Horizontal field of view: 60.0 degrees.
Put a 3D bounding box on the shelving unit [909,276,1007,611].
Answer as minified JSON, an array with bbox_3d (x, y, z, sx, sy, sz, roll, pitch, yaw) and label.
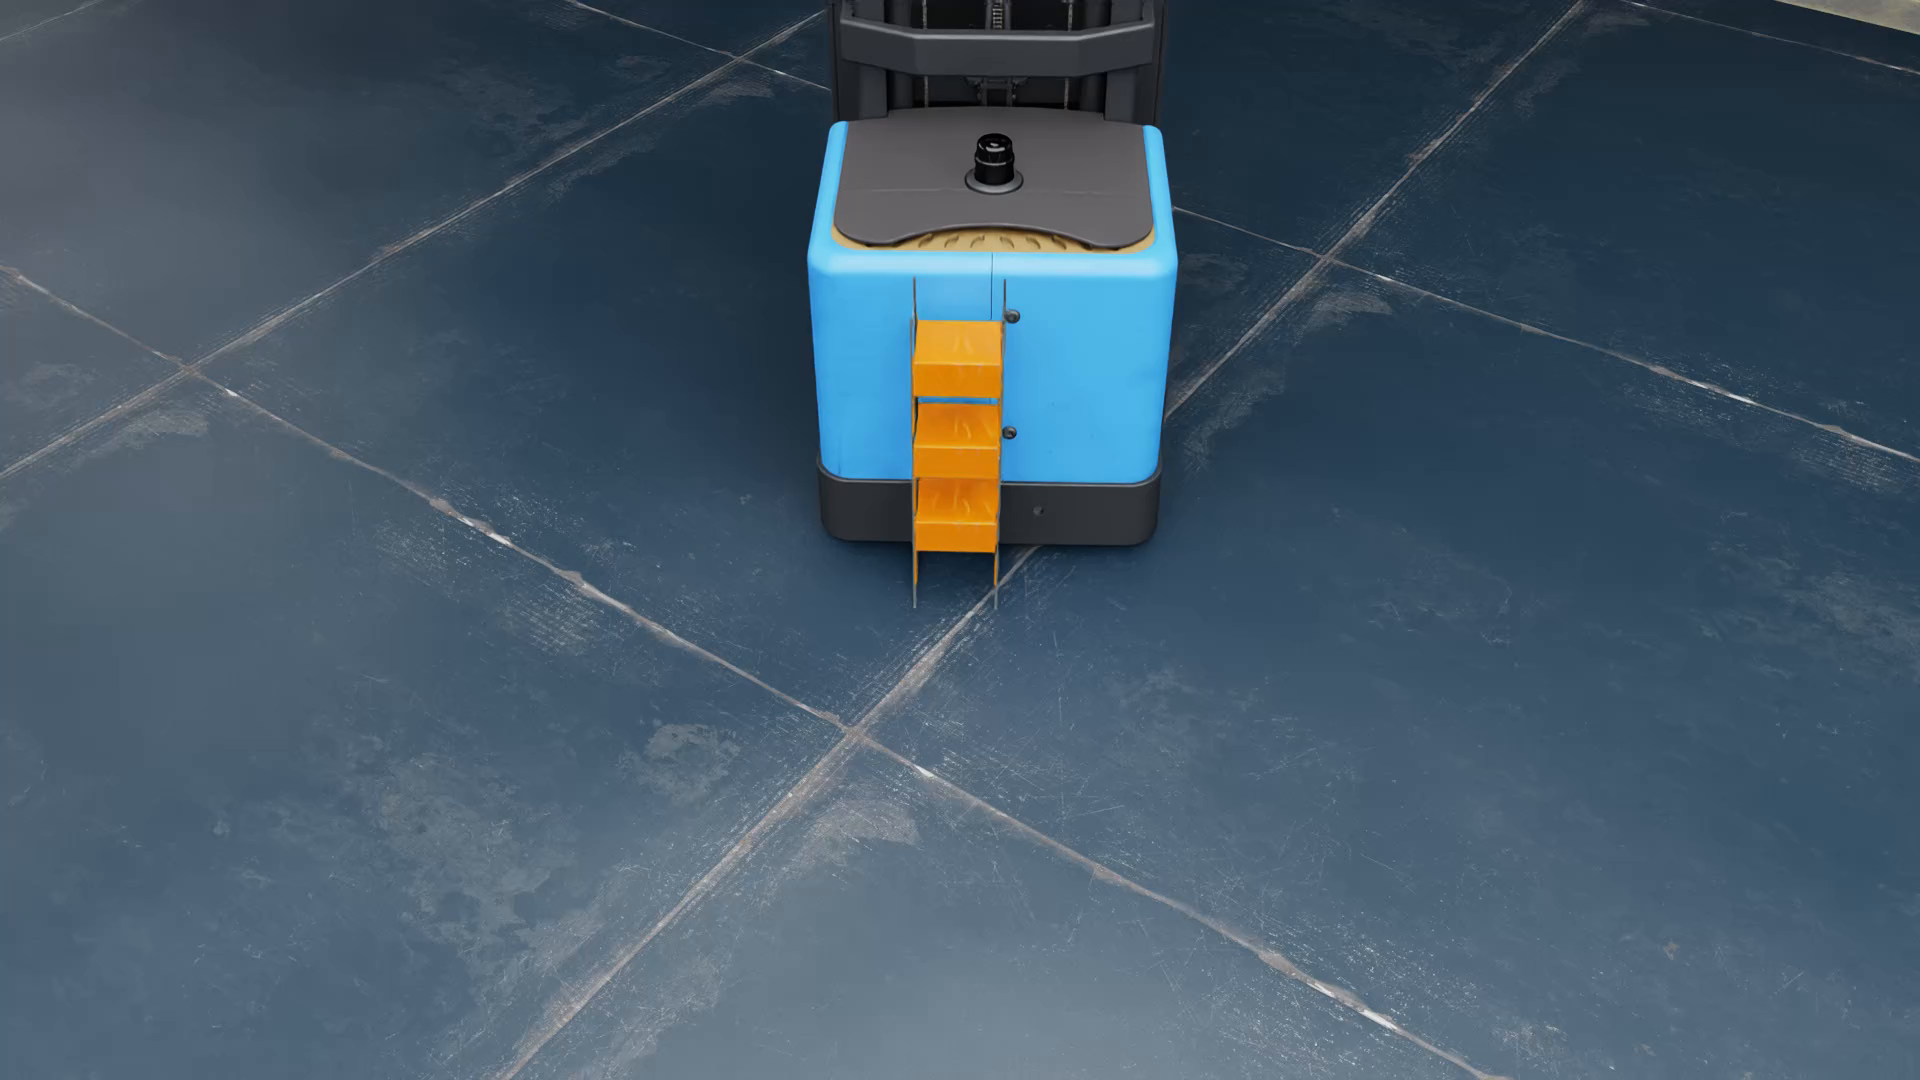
[{"bbox_3d":[-0.008,-0.247,4.737,0.252,1.050,0.215,1,42,1],"label":"shelving unit"}]

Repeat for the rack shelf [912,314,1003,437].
[{"bbox_3d":[-0.005,-0.451,4.555,0.240,0.259,0.215,1,42,1],"label":"rack shelf"}]

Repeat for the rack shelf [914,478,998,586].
[{"bbox_3d":[-0.010,-0.032,4.930,0.240,0.259,0.215,1,42,1],"label":"rack shelf"}]

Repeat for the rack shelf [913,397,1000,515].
[{"bbox_3d":[-0.008,-0.239,4.744,0.240,0.259,0.215,1,42,1],"label":"rack shelf"}]

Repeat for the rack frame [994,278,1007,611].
[{"bbox_3d":[0.114,-0.244,4.736,0.008,1.050,0.200,1,42,1],"label":"rack frame"}]

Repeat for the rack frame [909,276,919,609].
[{"bbox_3d":[-0.130,-0.250,4.739,0.008,1.050,0.200,1,42,1],"label":"rack frame"}]

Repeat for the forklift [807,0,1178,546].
[{"bbox_3d":[0.128,-2.038,5.329,1.130,2.935,3.031,1,42,1],"label":"forklift"}]
